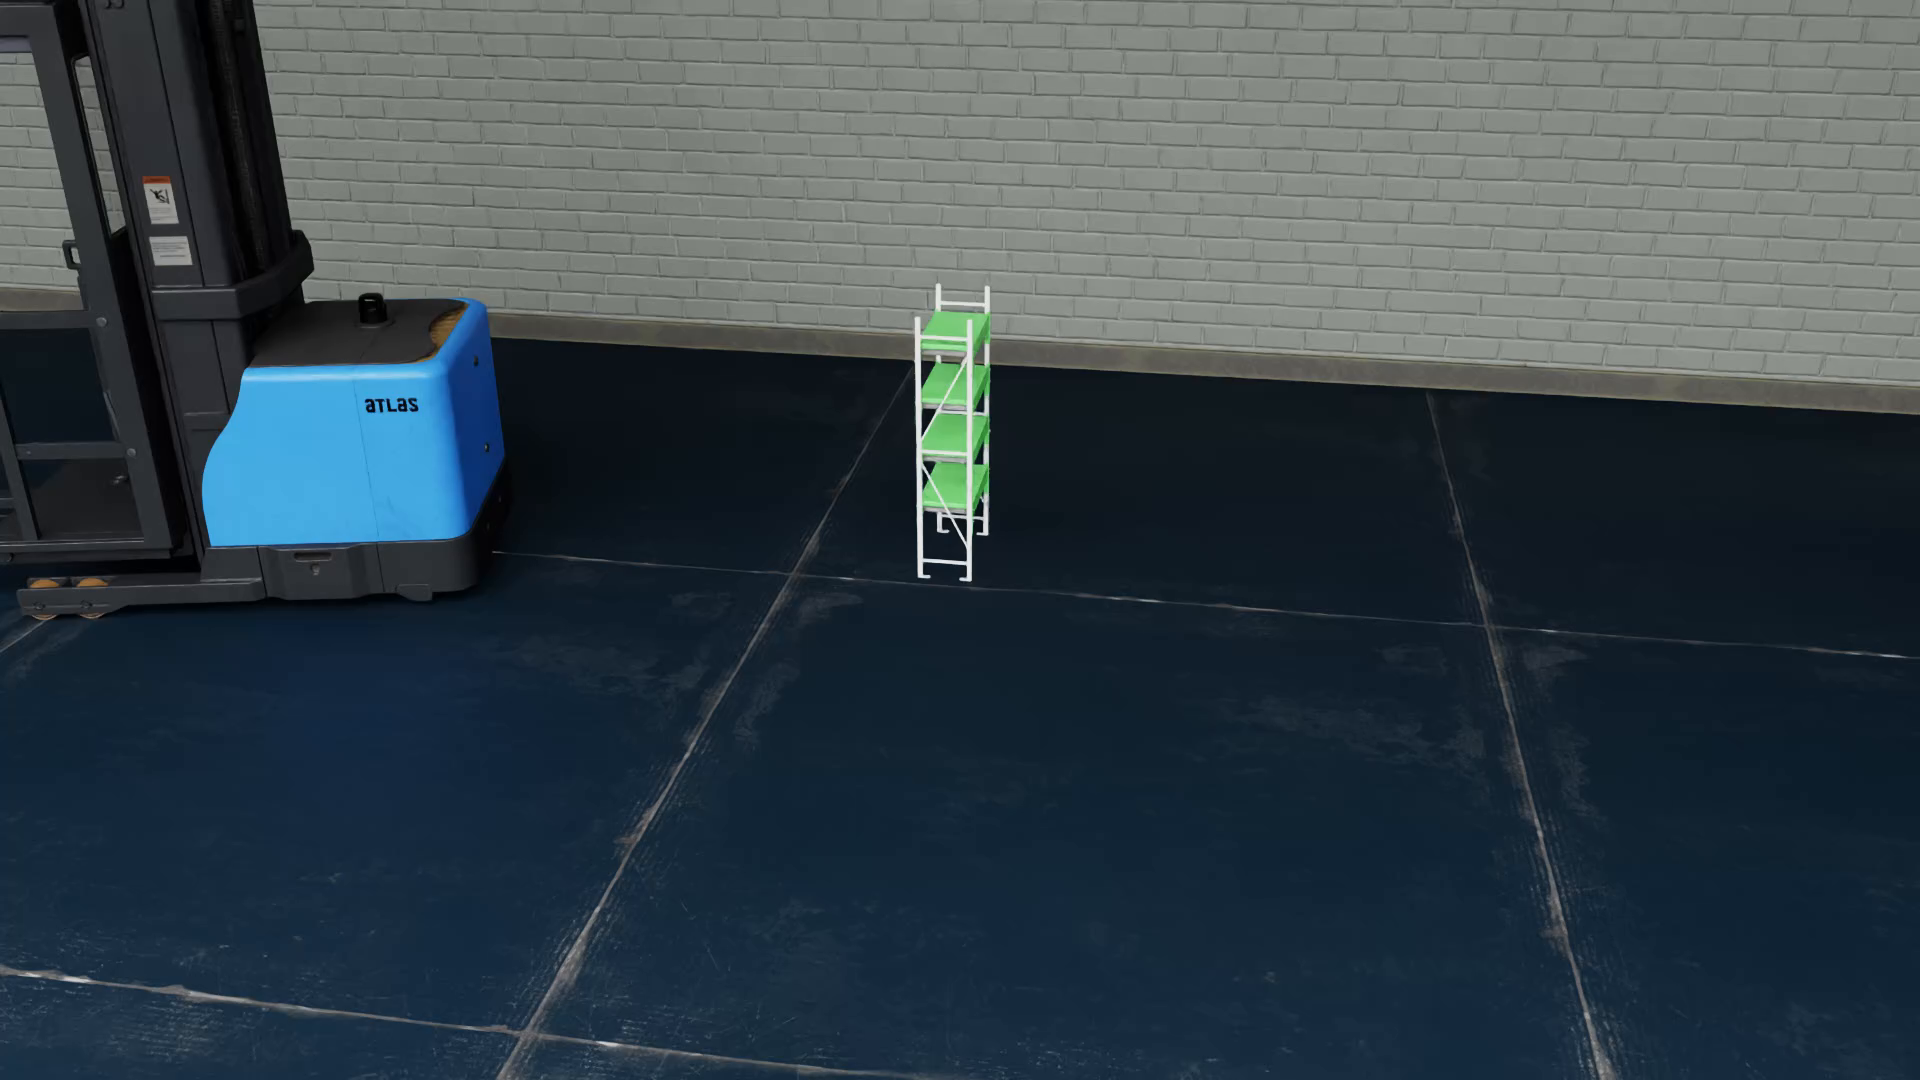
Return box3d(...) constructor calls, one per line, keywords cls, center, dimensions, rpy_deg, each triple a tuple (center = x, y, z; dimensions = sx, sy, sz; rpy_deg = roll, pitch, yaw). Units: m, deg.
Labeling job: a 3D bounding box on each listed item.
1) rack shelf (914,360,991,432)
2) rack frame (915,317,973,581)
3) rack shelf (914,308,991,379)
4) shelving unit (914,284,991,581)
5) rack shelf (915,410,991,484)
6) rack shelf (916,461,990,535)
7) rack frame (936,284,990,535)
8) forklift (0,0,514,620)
box3d(cls="rack shelf", center=(-0.027, -0.634, 7.273), dimensions=(0.258, 0.148, 0.480), rpy_deg=(4, 25, 9))
box3d(cls="rack frame", center=(-0.067, -0.372, 7.130), dimensions=(0.240, 1.200, 0.015), rpy_deg=(4, 25, 9))
box3d(cls="rack shelf", center=(-0.027, -0.851, 7.171), dimensions=(0.258, 0.148, 0.480), rpy_deg=(4, 25, 9))
box3d(cls="shelving unit", center=(-0.027, -0.474, 7.348), dimensions=(0.258, 1.200, 0.503), rpy_deg=(4, 25, 9))
box3d(cls="rack shelf", center=(-0.027, -0.416, 7.375), dimensions=(0.258, 0.148, 0.480), rpy_deg=(4, 25, 9))
box3d(cls="rack shelf", center=(-0.027, -0.199, 7.477), dimensions=(0.258, 0.148, 0.480), rpy_deg=(4, 25, 9))
box3d(cls="rack frame", center=(0.013, -0.576, 7.566), dimensions=(0.240, 1.200, 0.015), rpy_deg=(4, 25, 9))
box3d(cls="forklift", center=(-3.622, -1.222, 6.903), dimensions=(3.031, 2.935, 1.130), rpy_deg=(-2, 25, -4))
